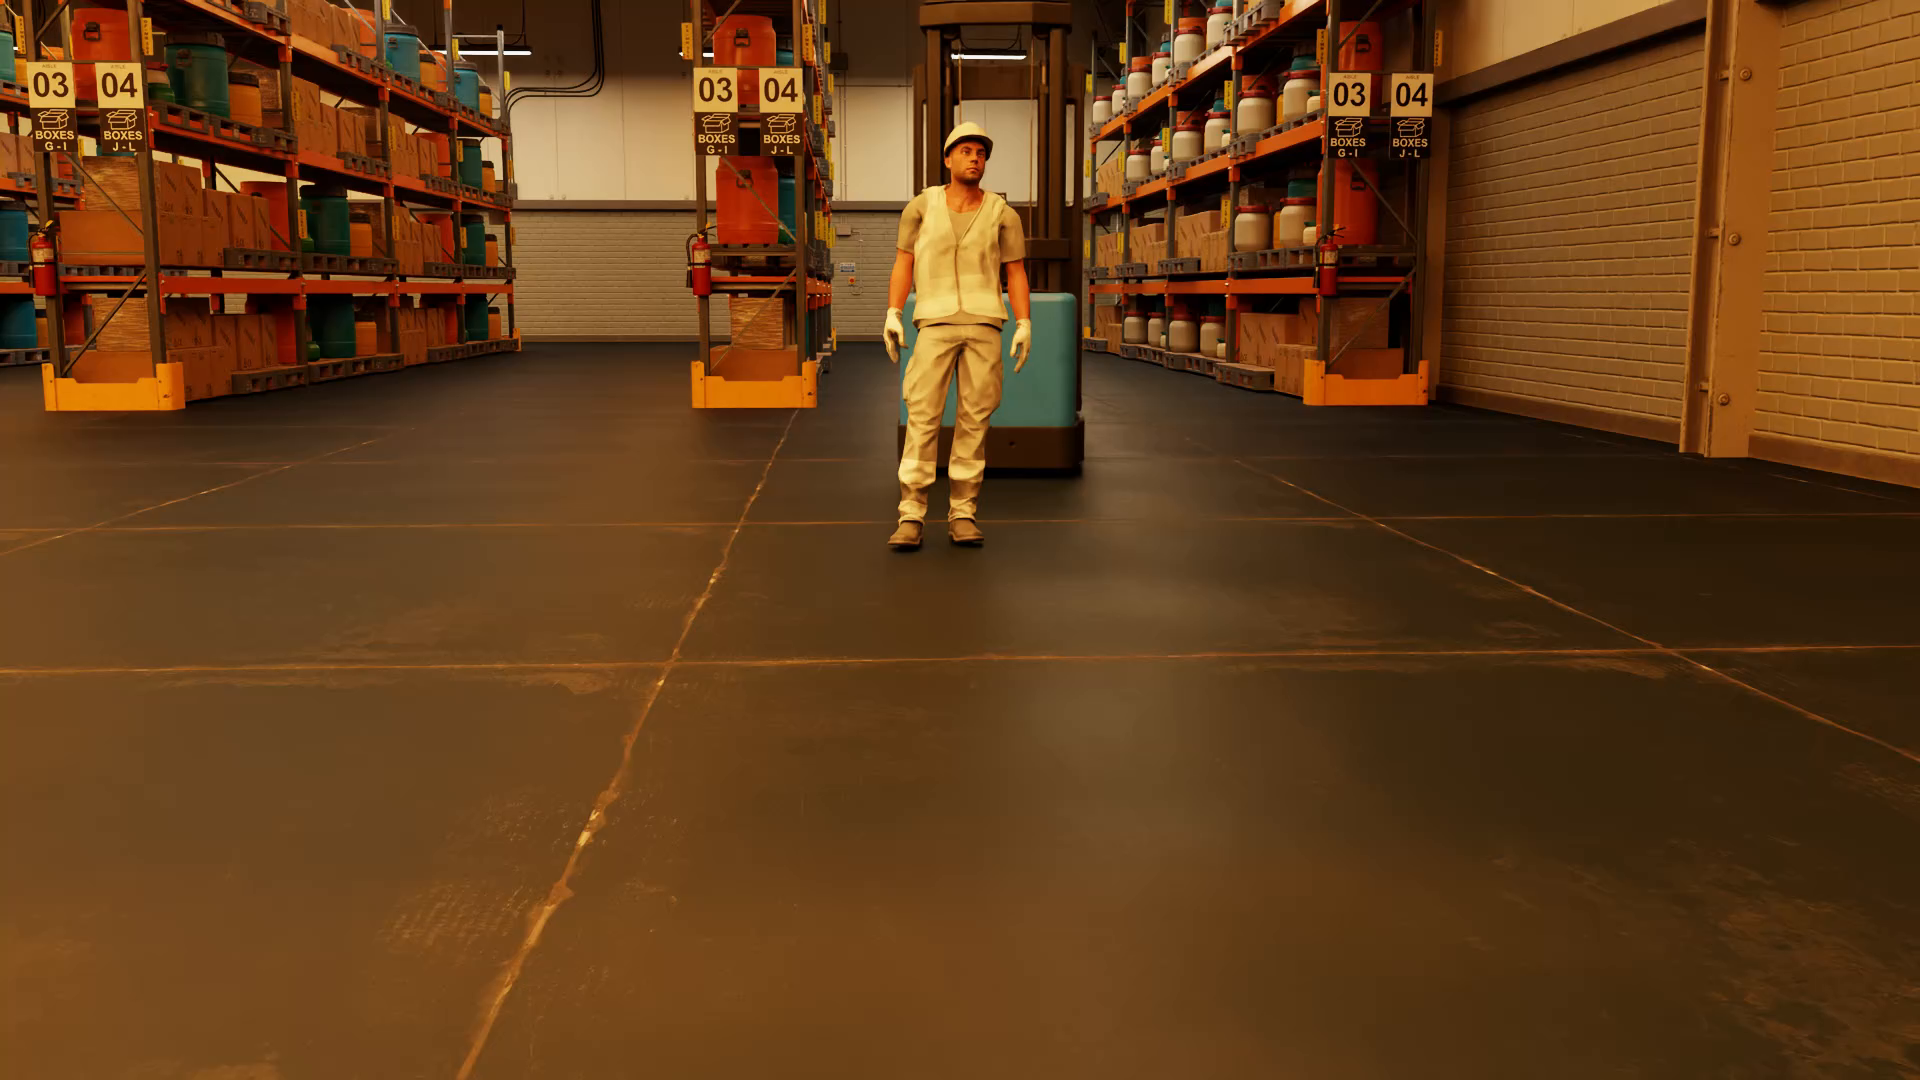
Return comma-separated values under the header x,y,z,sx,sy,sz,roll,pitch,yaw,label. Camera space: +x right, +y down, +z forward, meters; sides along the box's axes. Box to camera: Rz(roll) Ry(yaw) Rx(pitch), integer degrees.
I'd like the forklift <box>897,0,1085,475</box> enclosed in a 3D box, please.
x,y,z,sx,sy,sz,roll,pitch,yaw,label
0.265,-2.016,10.910,1.130,2.935,3.031,1,8,4,forklift

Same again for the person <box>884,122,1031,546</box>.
x,y,z,sx,sy,sz,roll,pitch,yaw,label
-0.007,-0.880,7.097,0.637,1.790,0.562,-1,8,-4,person
